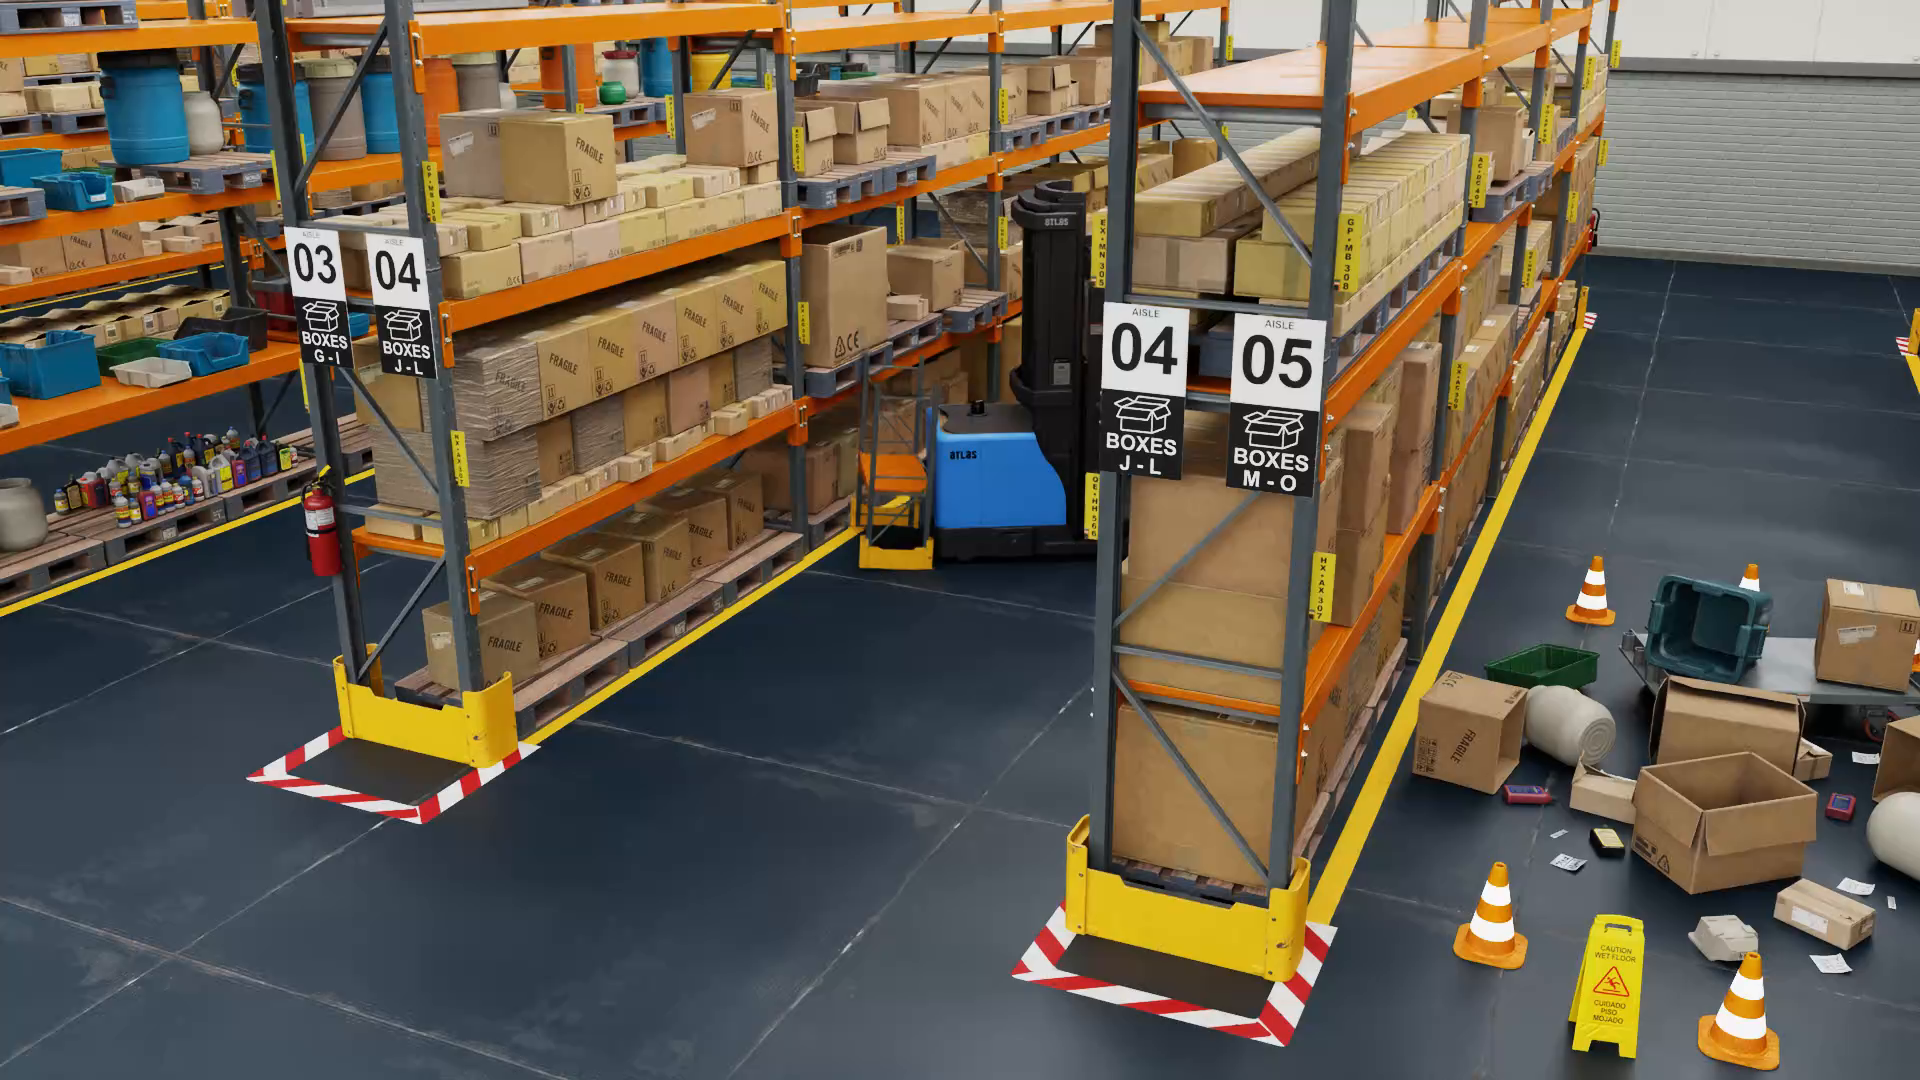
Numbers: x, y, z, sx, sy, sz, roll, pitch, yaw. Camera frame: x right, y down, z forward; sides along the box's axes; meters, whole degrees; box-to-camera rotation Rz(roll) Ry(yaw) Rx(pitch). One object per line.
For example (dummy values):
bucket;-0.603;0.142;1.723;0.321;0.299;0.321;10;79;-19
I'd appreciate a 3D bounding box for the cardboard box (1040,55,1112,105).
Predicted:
cardboard box;1.329;-5.280;19.087;0.700;0.500;0.500;9;22;24

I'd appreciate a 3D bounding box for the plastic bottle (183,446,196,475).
plastic bottle;-6.896;-0.706;14.892;0.097;0.271;0.097;0;20;0

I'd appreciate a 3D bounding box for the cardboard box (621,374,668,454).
cardboard box;-2.552;-0.951;11.574;0.875;0.500;0.500;9;21;23

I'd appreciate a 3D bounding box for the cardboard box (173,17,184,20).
cardboard box;-11.927;-8.026;25.913;0.500;0.500;0.500;8;21;22

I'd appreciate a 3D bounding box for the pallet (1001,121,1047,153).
pallet;0.134;-4.106;16.844;1.213;0.211;1.003;10;22;25

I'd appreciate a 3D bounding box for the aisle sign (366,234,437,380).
aisle sign;-3.109;-1.297;9.260;0.394;0.787;0.004;9;21;23

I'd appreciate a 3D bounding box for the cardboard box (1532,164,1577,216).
cardboard box;6.448;-3.852;18.238;0.500;0.500;0.500;9;22;24

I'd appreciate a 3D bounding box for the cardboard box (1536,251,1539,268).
cardboard box;5.631;-2.840;16.783;0.380;0.149;0.250;7;21;20

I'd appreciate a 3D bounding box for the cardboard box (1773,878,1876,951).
cardboard box;4.378;1.893;8.424;0.250;0.149;0.380;-14;24;-33

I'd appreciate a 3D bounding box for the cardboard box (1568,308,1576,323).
cardboard box;7.640;-2.885;21.231;0.380;0.149;0.250;9;22;24

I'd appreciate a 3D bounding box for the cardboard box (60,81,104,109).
cardboard box;-9.694;-4.996;18.662;0.500;0.250;0.500;8;21;22

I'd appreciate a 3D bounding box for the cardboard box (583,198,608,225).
cardboard box;-2.470;-2.108;10.572;0.380;0.149;0.250;8;21;20

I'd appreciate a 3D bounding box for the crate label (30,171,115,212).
crate label;-6.808;-2.682;12.779;0.502;0.251;0.408;9;21;23

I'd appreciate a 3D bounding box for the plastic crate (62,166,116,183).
plastic crate;-7.132;-2.903;13.495;0.336;0.188;0.450;9;21;23

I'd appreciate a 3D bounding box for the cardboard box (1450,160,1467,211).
cardboard box;2.797;-2.186;10.165;0.500;0.250;0.500;8;21;22

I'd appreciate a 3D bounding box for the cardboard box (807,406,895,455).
cardboard box;-1.007;-0.884;15.051;0.700;0.500;0.500;7;21;18

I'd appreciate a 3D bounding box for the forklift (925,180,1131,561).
forklift;1.253;-1.398;13.527;3.031;2.935;1.130;-2;20;-5

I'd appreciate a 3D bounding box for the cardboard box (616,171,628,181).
cardboard box;-2.560;-2.507;11.695;0.380;0.149;0.250;8;21;22

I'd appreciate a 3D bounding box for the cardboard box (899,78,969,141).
cardboard box;-0.248;-3.935;15.186;0.500;0.500;0.500;8;21;23

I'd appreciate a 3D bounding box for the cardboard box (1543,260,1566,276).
cardboard box;6.455;-3.013;18.338;0.380;0.149;0.250;9;22;25

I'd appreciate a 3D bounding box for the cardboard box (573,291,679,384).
cardboard box;-2.269;-1.380;11.287;0.500;0.500;0.500;9;21;23

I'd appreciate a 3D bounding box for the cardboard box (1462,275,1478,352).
cardboard box;3.587;-1.781;12.857;0.700;0.500;0.500;8;21;22

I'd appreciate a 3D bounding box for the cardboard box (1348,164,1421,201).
cardboard box;2.180;-1.861;8.659;0.380;0.149;0.250;9;21;23

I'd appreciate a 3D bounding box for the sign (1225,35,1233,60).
sign;3.684;-6.738;22.758;0.100;0.325;0.005;9;21;23

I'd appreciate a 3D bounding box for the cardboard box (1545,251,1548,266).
cardboard box;6.059;-3.020;17.733;0.380;0.149;0.250;8;21;21

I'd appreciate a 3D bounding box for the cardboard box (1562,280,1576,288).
cardboard box;7.693;-3.250;21.372;0.380;0.149;0.250;9;21;23

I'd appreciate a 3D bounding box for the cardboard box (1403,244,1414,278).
cardboard box;2.180;-1.485;8.791;0.380;0.149;0.250;9;21;23

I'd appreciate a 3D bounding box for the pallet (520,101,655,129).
pallet;-4.197;-4.802;18.801;1.003;0.211;1.213;9;21;23

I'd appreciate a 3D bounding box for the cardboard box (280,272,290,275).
cardboard box;-8.461;-3.229;21.644;0.500;0.500;0.500;8;21;21

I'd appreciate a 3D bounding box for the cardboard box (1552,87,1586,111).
cardboard box;6.457;-4.782;17.938;0.500;0.250;0.500;9;22;24

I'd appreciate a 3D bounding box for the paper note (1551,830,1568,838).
paper note;3.359;1.647;9.322;0.123;0.001;0.032;-14;24;-33

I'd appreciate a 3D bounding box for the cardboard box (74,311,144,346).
cardboard box;-9.730;-2.444;19.005;0.500;0.311;0.500;9;22;24

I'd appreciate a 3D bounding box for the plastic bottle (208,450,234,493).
plastic bottle;-6.449;-0.600;14.476;0.144;0.351;0.185;8;21;22

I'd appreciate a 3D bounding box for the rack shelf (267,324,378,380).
rack shelf;-5.419;-2.307;17.053;1.077;0.370;4.000;9;21;23

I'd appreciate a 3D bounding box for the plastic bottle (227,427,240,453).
plastic bottle;-6.768;-0.919;15.492;0.097;0.271;0.097;0;20;0

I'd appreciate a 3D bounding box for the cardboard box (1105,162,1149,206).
cardboard box;1.986;-4.335;20.342;0.500;0.500;0.500;9;21;23

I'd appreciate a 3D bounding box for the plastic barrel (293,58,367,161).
plastic barrel;-5.960;-4.069;15.710;0.600;0.901;0.600;0;20;0

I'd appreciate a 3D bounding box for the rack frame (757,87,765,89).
rack frame;-2.962;-4.480;22.090;1.000;3.000;0.127;9;21;23

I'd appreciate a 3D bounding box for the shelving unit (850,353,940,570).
shelving unit;-0.529;-0.657;13.518;0.587;1.500;1.083;1;19;-9

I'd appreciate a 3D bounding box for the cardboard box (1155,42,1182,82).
cardboard box;2.391;-6.058;21.124;0.700;0.500;0.500;10;22;25

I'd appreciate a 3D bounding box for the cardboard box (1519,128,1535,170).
cardboard box;4.248;-3.122;13.151;0.500;0.311;0.500;9;21;23

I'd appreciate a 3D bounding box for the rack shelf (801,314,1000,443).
rack shelf;-0.900;-1.628;15.142;1.077;0.370;4.000;9;21;23

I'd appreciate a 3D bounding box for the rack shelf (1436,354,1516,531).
rack shelf;3.584;-0.916;13.142;1.077;0.370;4.000;9;21;23

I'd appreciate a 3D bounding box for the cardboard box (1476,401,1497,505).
cardboard box;4.071;-0.830;14.558;1.050;0.750;0.750;8;21;22

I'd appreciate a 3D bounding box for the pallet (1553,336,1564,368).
pallet;6.782;-2.360;20.289;1.003;0.211;1.213;9;21;23

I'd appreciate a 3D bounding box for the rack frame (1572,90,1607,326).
rack frame;7.679;-4.312;21.617;1.000;3.000;0.127;9;21;23

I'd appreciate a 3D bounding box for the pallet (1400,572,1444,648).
pallet;3.012;0.424;12.462;1.003;0.211;1.213;9;21;23

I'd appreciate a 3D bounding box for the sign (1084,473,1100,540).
sign;0.637;-0.157;7.851;0.100;0.325;0.005;9;21;23

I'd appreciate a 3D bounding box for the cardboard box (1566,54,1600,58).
cardboard box;7.640;-5.871;20.407;0.380;0.149;0.250;9;21;23

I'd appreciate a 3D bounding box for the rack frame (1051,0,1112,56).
rack frame;1.557;-6.627;19.174;1.000;3.000;0.127;9;21;23

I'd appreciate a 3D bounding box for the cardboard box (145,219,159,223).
cardboard box;-12.509;-4.536;24.828;0.750;0.750;0.750;9;22;24

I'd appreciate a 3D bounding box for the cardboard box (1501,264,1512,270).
cardboard box;4.876;-2.423;15.167;0.380;0.149;0.250;8;21;21

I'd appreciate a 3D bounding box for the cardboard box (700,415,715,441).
cardboard box;-2.030;-0.837;12.222;0.380;0.149;0.250;9;21;23

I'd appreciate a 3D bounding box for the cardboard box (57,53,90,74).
cardboard box;-12.893;-6.930;23.696;0.700;0.500;0.500;9;21;23

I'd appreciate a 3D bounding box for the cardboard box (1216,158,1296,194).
cardboard box;1.580;-1.952;8.914;0.380;0.149;0.250;9;21;23

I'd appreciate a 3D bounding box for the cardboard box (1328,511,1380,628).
cardboard box;1.787;0.064;9.089;0.875;0.550;0.550;9;21;23
